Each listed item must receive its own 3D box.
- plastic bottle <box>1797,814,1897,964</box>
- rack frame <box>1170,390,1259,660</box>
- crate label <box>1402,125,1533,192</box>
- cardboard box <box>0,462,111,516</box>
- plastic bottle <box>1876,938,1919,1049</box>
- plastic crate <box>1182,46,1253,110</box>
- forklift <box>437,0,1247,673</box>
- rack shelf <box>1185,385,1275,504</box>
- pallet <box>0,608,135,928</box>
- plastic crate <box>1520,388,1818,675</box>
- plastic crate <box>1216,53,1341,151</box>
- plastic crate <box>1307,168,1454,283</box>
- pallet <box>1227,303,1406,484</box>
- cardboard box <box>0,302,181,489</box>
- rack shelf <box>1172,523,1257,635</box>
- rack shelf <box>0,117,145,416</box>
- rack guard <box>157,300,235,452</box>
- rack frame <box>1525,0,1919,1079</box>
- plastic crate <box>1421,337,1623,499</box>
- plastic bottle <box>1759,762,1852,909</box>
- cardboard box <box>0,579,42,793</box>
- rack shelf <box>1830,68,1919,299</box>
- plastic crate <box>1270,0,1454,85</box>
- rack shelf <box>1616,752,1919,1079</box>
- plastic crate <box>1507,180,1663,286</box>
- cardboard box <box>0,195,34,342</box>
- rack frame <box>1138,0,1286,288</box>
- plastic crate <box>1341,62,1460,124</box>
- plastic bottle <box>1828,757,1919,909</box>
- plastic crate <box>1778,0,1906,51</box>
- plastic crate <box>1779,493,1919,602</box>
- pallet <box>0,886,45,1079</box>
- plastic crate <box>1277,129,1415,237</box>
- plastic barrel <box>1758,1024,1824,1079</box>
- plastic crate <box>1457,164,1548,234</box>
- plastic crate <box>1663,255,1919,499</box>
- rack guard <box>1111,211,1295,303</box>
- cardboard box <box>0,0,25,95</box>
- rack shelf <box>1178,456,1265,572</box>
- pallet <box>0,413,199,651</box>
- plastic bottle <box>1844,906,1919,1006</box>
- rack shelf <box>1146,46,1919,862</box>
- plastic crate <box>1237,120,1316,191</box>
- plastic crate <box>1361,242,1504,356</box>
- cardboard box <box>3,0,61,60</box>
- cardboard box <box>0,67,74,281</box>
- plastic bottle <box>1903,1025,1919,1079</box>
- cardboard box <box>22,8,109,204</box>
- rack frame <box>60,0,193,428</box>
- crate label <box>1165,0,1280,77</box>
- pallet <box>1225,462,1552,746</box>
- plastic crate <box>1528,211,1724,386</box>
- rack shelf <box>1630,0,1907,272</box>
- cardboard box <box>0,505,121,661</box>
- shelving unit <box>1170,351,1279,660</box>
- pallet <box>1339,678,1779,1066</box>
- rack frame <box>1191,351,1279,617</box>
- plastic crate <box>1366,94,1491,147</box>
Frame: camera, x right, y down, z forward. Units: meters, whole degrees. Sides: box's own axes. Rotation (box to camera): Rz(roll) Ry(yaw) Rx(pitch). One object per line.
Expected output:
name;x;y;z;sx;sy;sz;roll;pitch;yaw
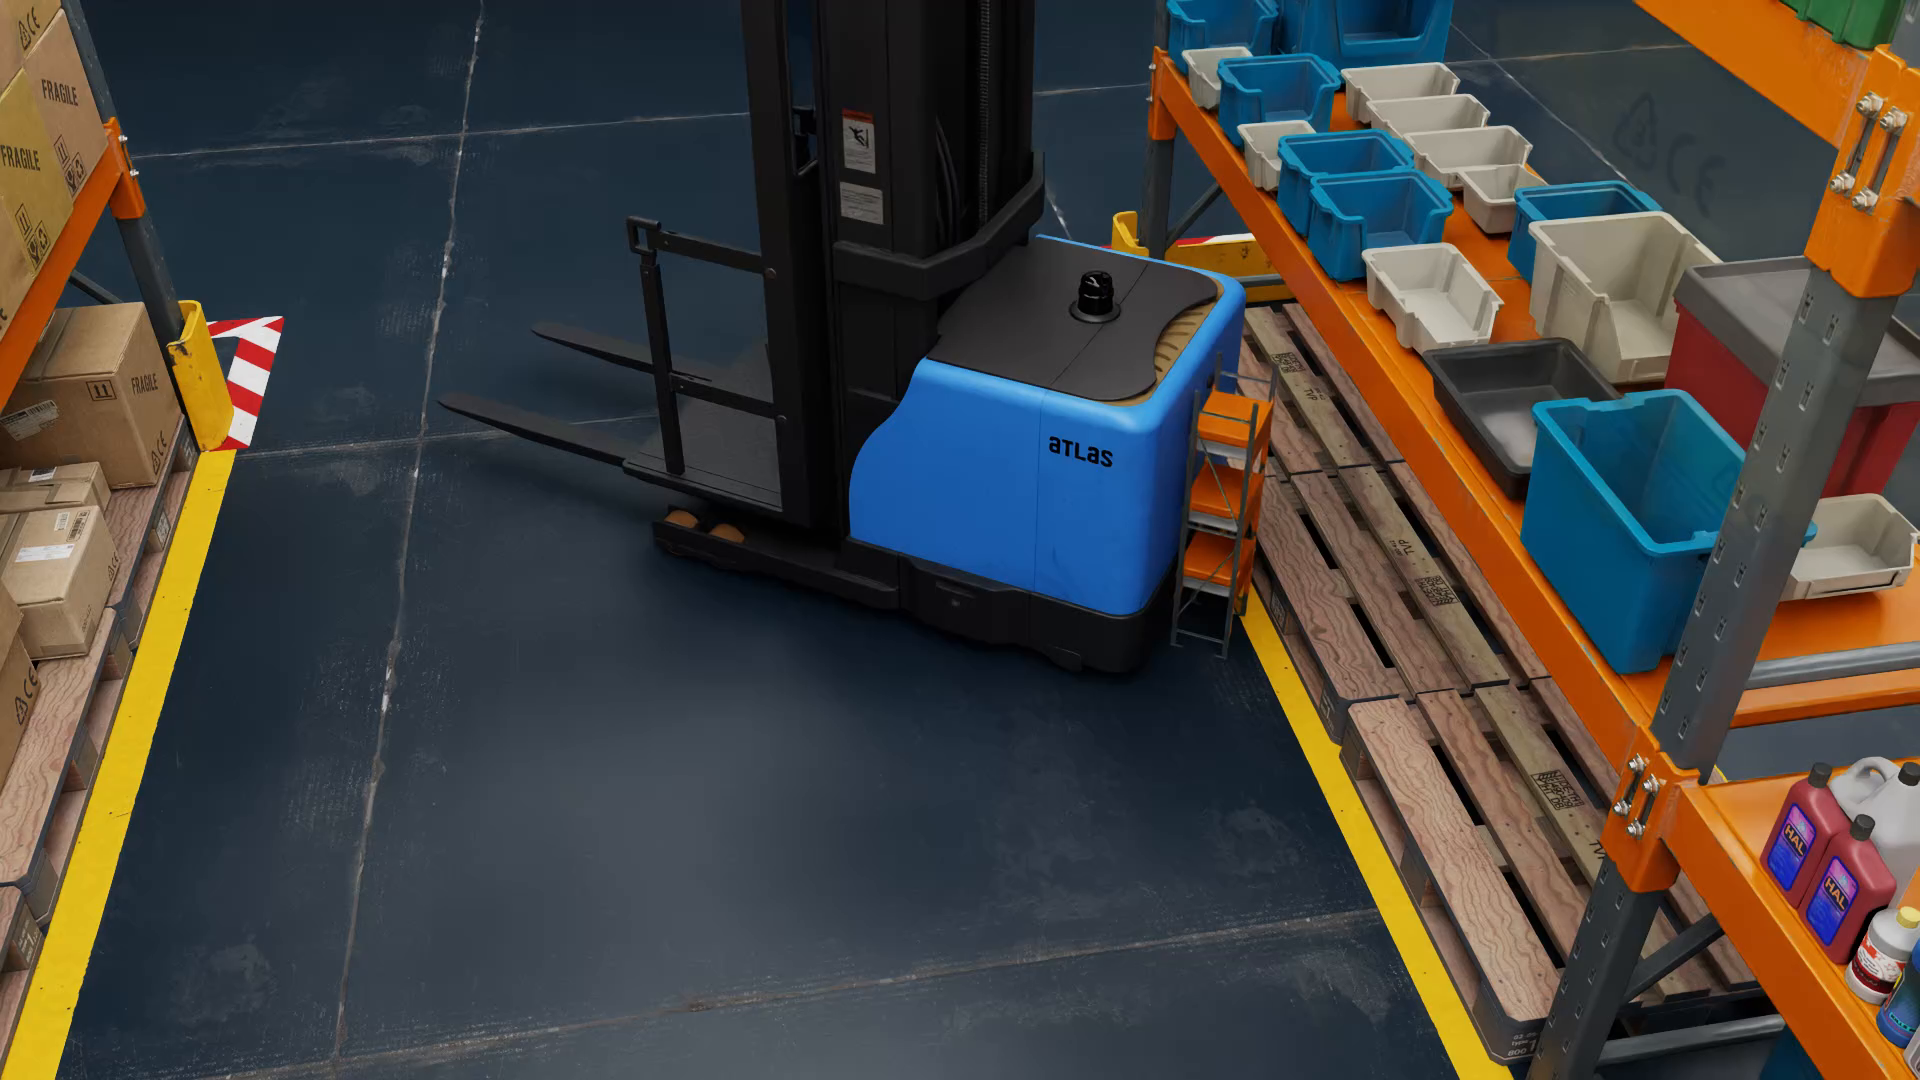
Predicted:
plastic bottle;1.648;0.643;3.073;0.061;0.283;0.133;-6;38;-8
rack frame;0.821;-0.025;5.426;0.200;1.050;0.008;14;41;18
crate label;1.710;-1.272;5.608;0.396;0.136;0.243;-6;38;-8
cardboard box;-3.278;-0.136;5.930;0.380;0.166;0.250;-6;38;-8
plastic bottle;1.703;0.774;2.914;0.097;0.271;0.097;0;38;0
plastic crate;0.973;-1.700;6.159;0.250;0.136;0.298;-6;38;-8
forklift;-0.570;-1.323;5.564;3.031;2.935;1.130;16;41;20
rack shelf;0.867;-0.309;5.345;0.215;0.259;0.240;14;41;18
pallet;-3.234;0.727;5.142;1.003;0.211;1.213;-6;38;-8
plastic crate;1.563;-0.014;3.787;0.392;0.384;0.575;-6;38;-8
plastic crate;1.114;-1.543;5.878;0.416;0.233;0.300;-6;38;-8
plastic crate;1.282;-0.964;5.133;0.416;0.233;0.300;-6;38;-8
pallet;1.386;-0.564;6.804;1.003;0.211;1.213;-6;38;-8
cardboard box;-3.260;-0.522;6.155;0.500;0.500;0.500;-6;38;-8
rack shelf;0.871;0.132;5.693;0.215;0.259;0.240;14;41;18
rack shelf;-3.247;-0.145;4.578;1.077;0.370;4.000;-6;38;-8
rack guard;-3.585;-0.604;6.620;1.175;0.500;0.348;-6;38;-8
rack frame;1.980;0.249;3.485;1.000;3.000;0.127;-6;38;-8
plastic crate;1.520;-0.314;4.384;0.437;0.125;0.590;-6;38;-8
plastic bottle;1.625;0.562;3.177;0.061;0.283;0.133;-6;38;-8
cardboard box;-3.231;0.457;4.893;0.797;0.503;0.637;-6;38;-8
rack shelf;2.331;0.556;1.231;1.077;0.370;4.000;-6;38;-8
plastic crate;1.522;-2.023;6.331;0.616;0.435;0.499;-6;38;-8
rack shelf;2.331;1.741;2.151;1.077;0.370;4.000;-6;38;-8
plastic crate;1.892;-0.912;5.067;0.416;0.233;0.300;-6;38;-8
cardboard box;-3.075;-0.820;4.779;0.500;0.500;0.500;-6;38;-8
rack frame;1.279;-2.167;6.595;1.000;3.000;0.127;-6;38;-8
plastic crate;1.600;-1.614;6.048;0.396;0.136;0.243;-6;38;-8
plastic bottle;1.730;0.540;3.150;0.144;0.351;0.185;-6;38;-8
plastic crate;1.609;-1.076;2.917;0.450;0.188;0.662;-6;38;-8
plastic crate;2.040;0.033;3.929;0.396;0.136;0.243;-6;38;-8
pallet;-3.016;1.465;4.192;1.003;0.211;1.213;-6;38;-8
plastic crate;1.229;-1.145;5.367;0.416;0.233;0.300;-6;38;-8
plastic barrel;2.059;1.242;3.575;0.600;0.901;0.708;-6;38;-8
plastic crate;1.780;-1.095;5.380;0.298;0.136;0.250;-6;38;-8
plastic crate;2.071;-0.367;4.176;0.402;0.464;0.583;-6;38;-8
rack guard;1.262;-1.193;7.379;1.175;0.500;0.348;-6;38;-8
cardboard box;-3.160;-1.527;4.874;0.500;0.500;0.500;-5;38;-7
rack shelf;0.869;-0.086;5.521;0.215;0.259;0.240;14;41;18
pallet;-3.444;-0.008;6.089;1.003;0.211;1.213;-6;38;-8
plastic bottle;1.686;0.743;3.011;0.097;0.201;0.097;0;38;0
rack shelf;1.630;-0.675;5.261;1.077;0.370;4.000;-6;38;-8
plastic crate;1.092;-1.290;5.632;0.250;0.136;0.298;-6;38;-8
plastic crate;1.379;-0.690;4.860;0.293;0.136;0.466;-6;38;-8
cardboard box;-3.249;-1.832;5.267;0.500;0.500;0.500;-7;38;-8
cardboard box;-3.157;-1.122;5.168;0.500;0.500;0.500;-6;38;-8
plastic bottle;1.751;0.839;2.826;0.152;0.276;0.135;-6;38;-8
cardboard box;-3.252;-1.435;5.571;0.500;0.500;0.500;-5;38;-7
rack frame;-3.598;-1.637;5.912;1.000;3.000;0.127;-6;38;-8
crate label;0.998;-1.940;6.390;0.416;0.233;0.303;-6;38;-8
pallet;1.596;0.171;5.857;1.003;0.211;1.213;-6;38;-8
plastic crate;1.894;-0.670;4.716;0.437;0.282;0.530;-6;38;-8
rack shelf;1.630;-1.860;4.340;1.077;0.370;4.000;-6;38;-8
cardboard box;-3.123;0.154;5.489;0.500;0.250;0.500;-6;38;-8
shelving unit;0.869;-0.095;5.514;0.215;1.050;0.252;14;41;18
pallet;1.813;0.910;4.907;1.003;0.211;1.213;-6;38;-8
rack frame;0.917;-0.165;5.602;0.200;1.050;0.008;14;41;18
plastic crate;1.637;-1.437;5.821;0.396;0.136;0.243;-6;38;-8
